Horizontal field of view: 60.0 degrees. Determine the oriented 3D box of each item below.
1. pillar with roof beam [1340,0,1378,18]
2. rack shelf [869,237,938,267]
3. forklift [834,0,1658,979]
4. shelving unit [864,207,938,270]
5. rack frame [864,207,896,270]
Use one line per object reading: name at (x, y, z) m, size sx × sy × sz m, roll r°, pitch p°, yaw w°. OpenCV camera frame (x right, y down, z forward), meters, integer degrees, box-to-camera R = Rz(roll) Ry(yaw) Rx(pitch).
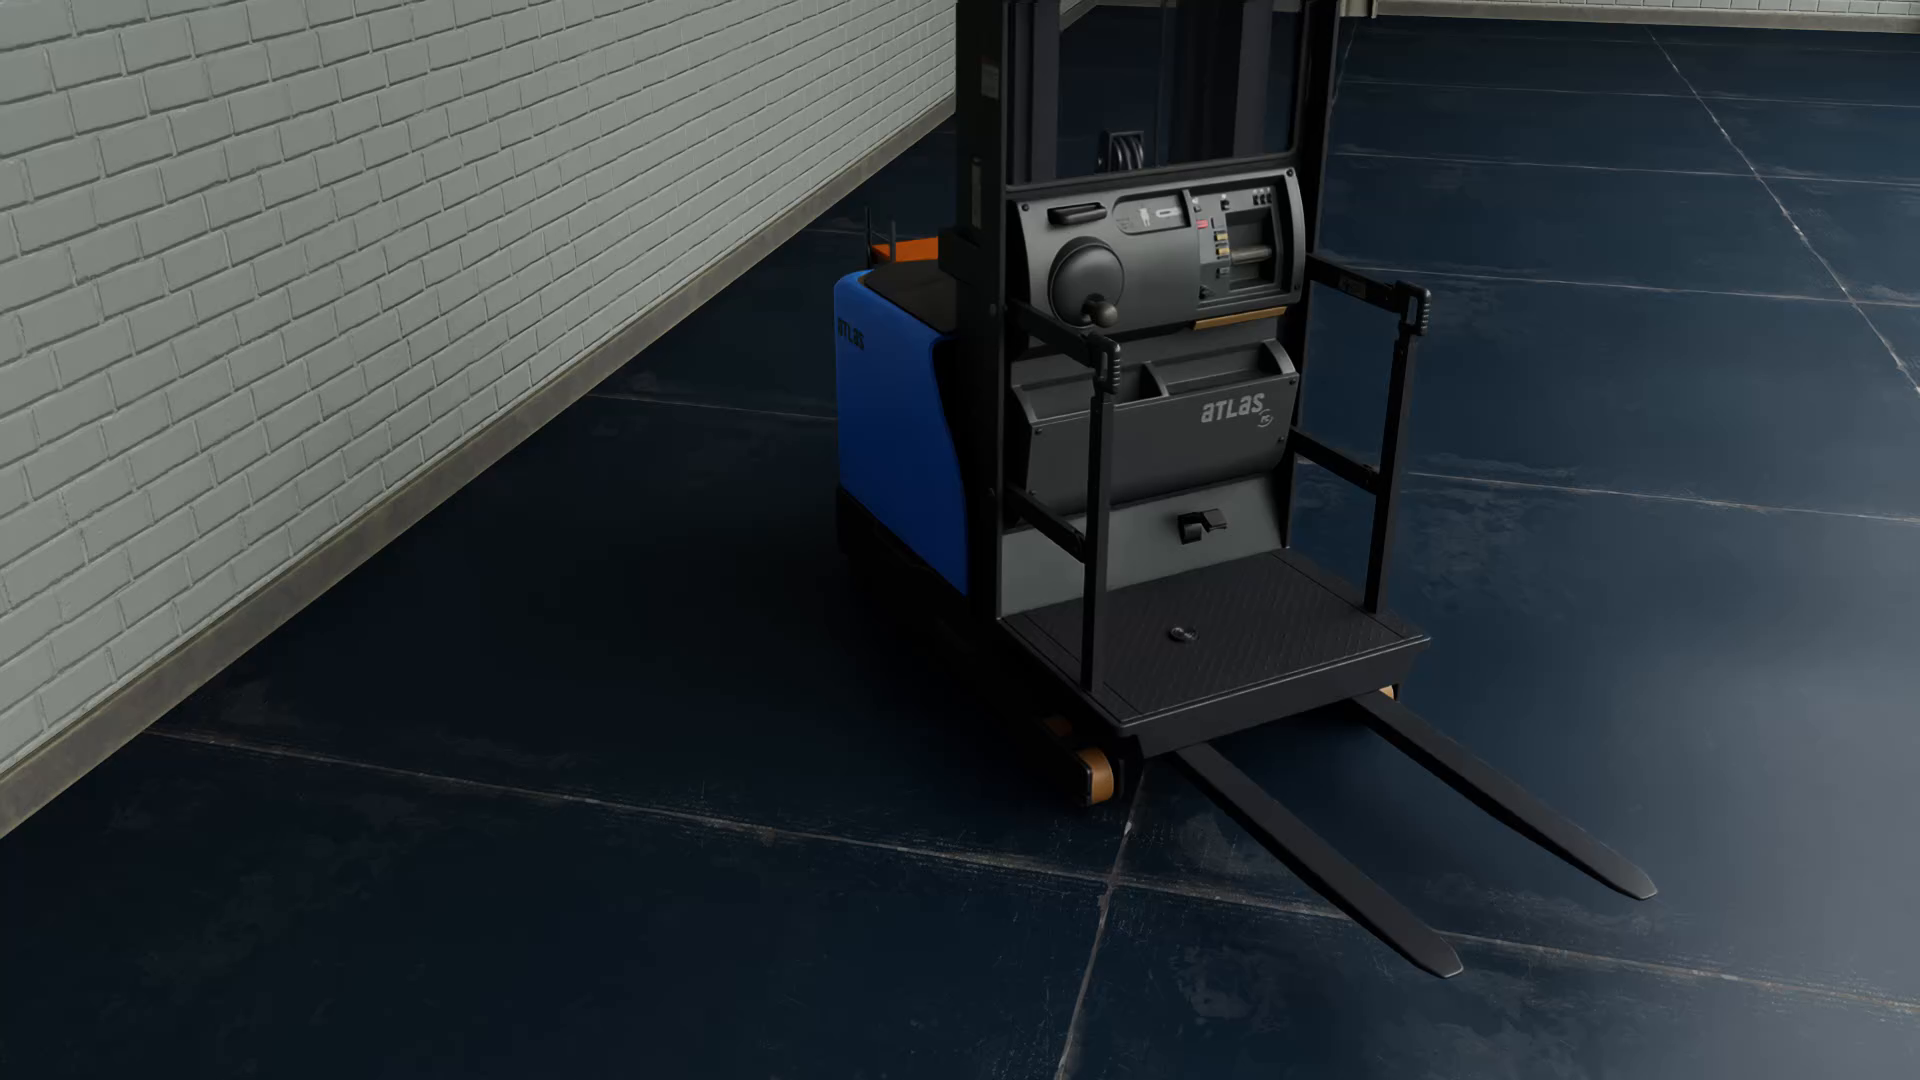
pillar with roof beam at (3.361, -8.111, 12.819) m, size 0.400 × 9.000 × 9.100 m, roll 6°, pitch 26°, yaw 13°
rack shelf at (-0.066, -1.008, 6.058) m, size 0.480 × 0.148 × 0.258 m, roll -12°, pitch 28°, yaw -24°
forklift at (0.677, -0.794, 4.508) m, size 1.130 × 2.935 × 3.031 m, roll -12°, pitch 28°, yaw -24°
shelving unit at (-0.066, -0.654, 6.227) m, size 0.503 × 1.200 × 0.258 m, roll -12°, pitch 28°, yaw -24°
rack frame at (-0.285, -0.607, 6.130) m, size 0.015 × 1.200 × 0.240 m, roll -12°, pitch 28°, yaw -24°
